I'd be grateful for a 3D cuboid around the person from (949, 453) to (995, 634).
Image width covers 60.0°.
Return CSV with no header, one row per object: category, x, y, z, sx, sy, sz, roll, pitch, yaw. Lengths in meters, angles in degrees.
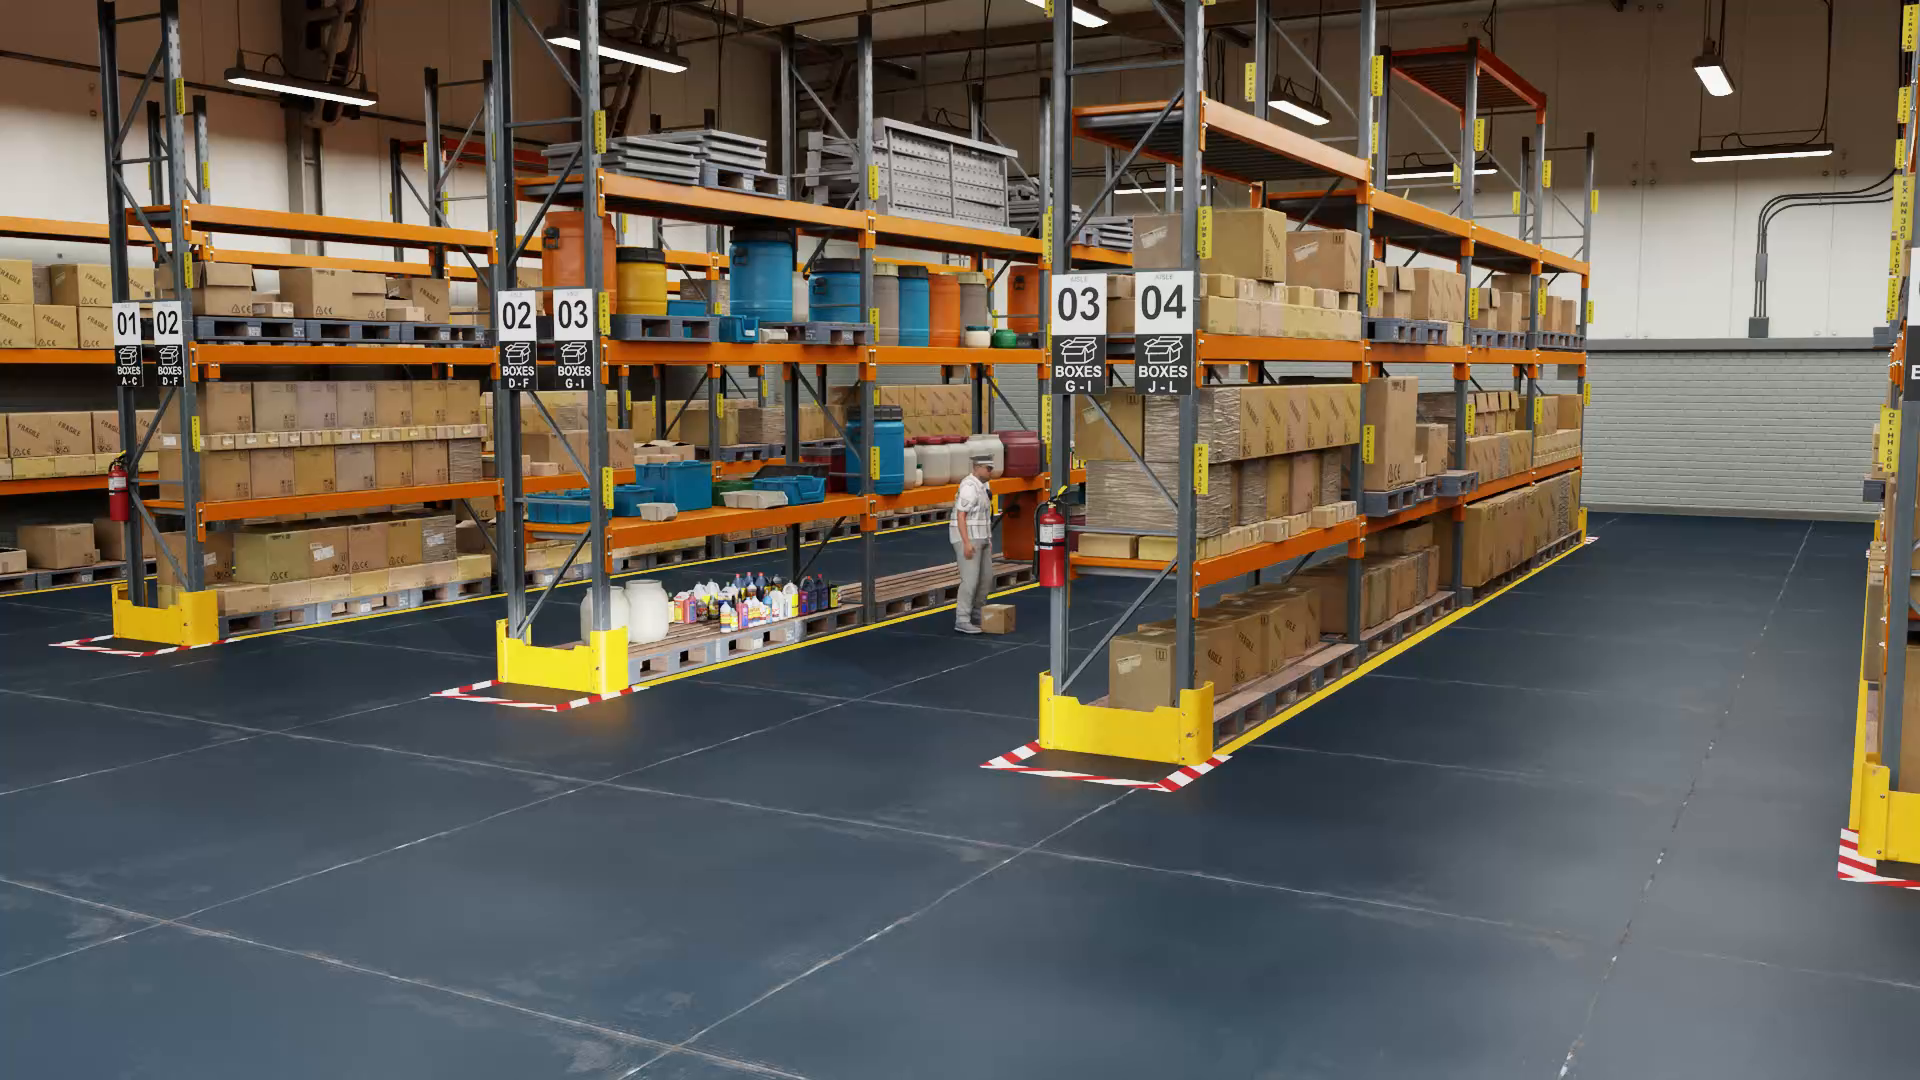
person,0.135,0.017,16.424,0.433,1.748,0.586,3,7,28
